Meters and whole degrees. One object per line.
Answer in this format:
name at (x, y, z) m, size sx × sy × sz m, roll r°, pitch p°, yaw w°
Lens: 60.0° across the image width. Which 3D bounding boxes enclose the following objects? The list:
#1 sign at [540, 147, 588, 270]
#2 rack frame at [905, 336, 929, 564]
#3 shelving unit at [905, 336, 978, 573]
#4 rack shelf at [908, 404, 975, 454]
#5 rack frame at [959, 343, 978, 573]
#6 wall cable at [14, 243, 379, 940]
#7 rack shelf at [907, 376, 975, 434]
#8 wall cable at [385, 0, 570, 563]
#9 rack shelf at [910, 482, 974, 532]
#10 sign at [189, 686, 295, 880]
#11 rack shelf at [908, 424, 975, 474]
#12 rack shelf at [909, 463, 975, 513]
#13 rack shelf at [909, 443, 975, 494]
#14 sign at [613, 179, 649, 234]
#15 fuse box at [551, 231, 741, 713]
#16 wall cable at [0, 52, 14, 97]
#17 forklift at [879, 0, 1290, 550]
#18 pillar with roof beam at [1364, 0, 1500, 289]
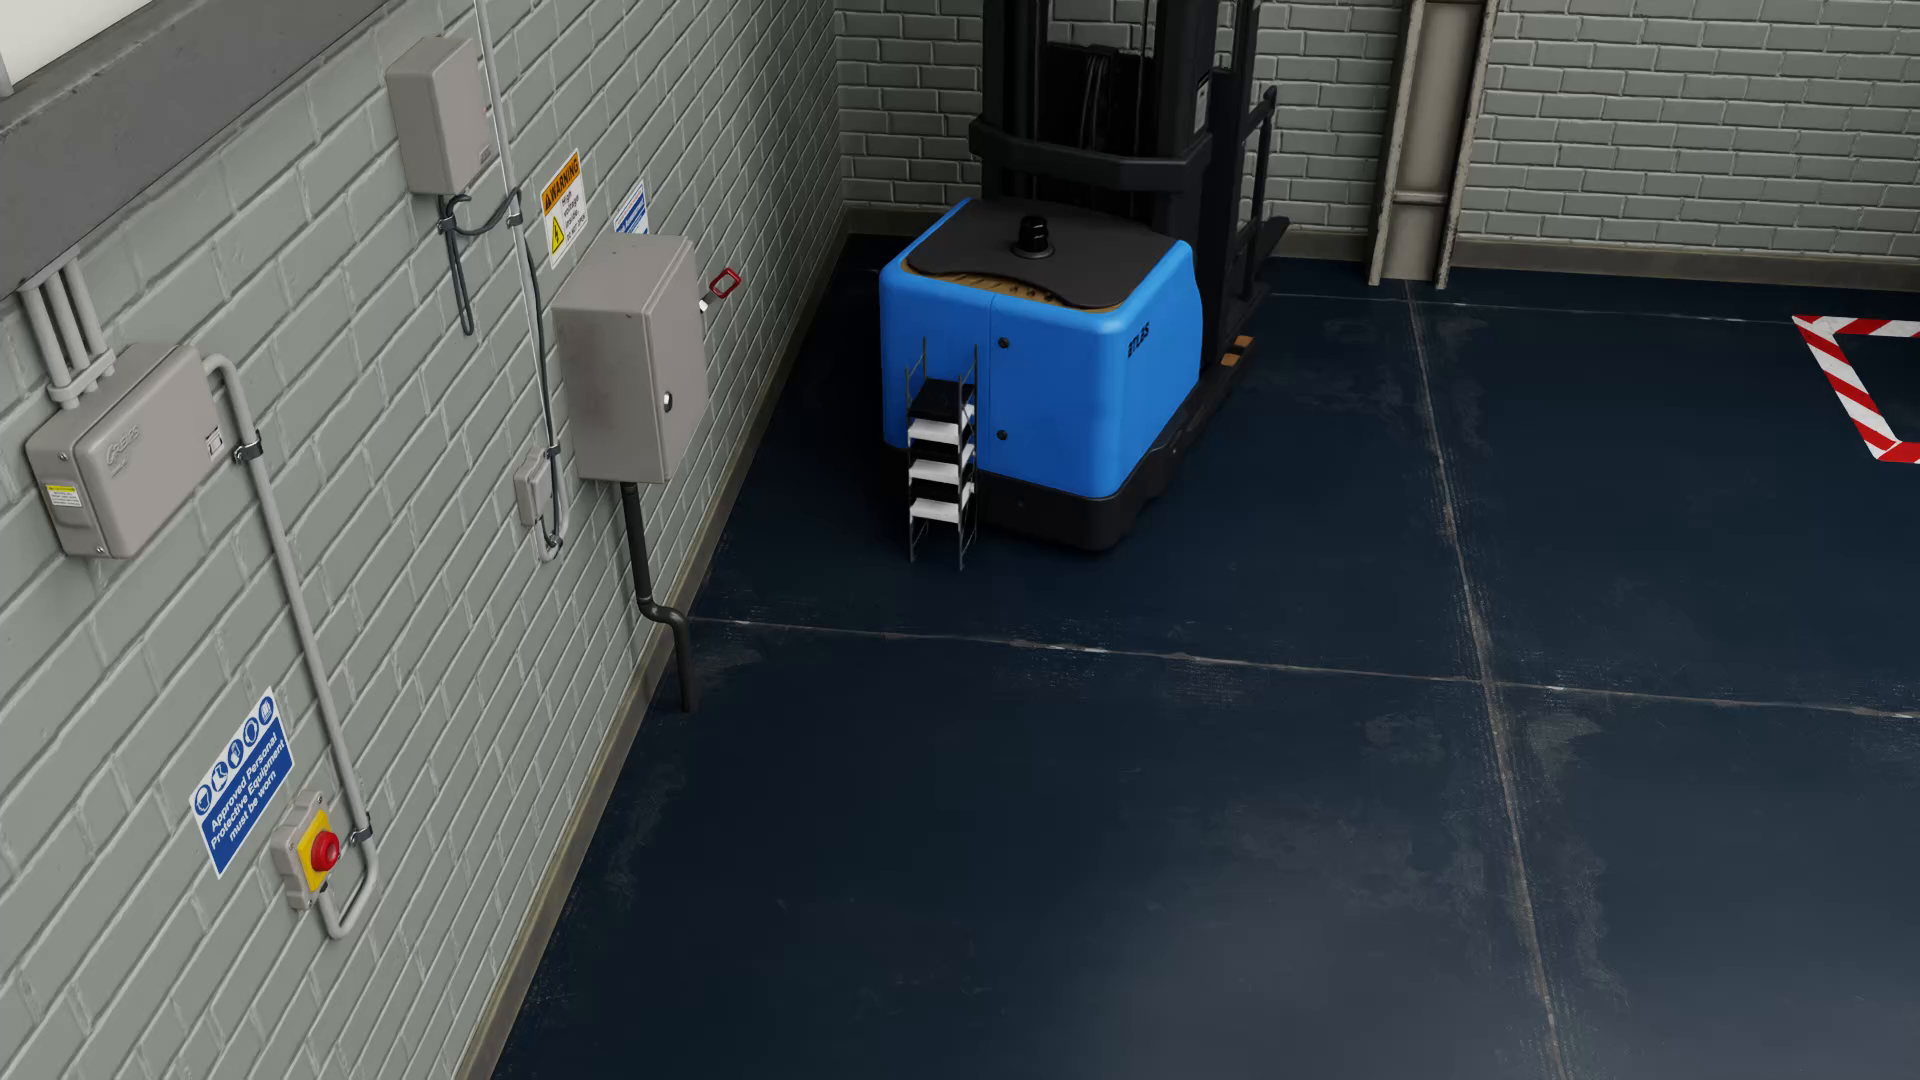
sign at (-1.140, -0.959, 4.800) m, size 0.001 × 0.242 × 0.339 m, roll 4°, pitch 36°, yaw 6°
rack frame at (-0.163, -0.337, 6.446) m, size 0.006 × 0.900 × 0.240 m, roll 10°, pitch 37°, yaw 13°
shelving unit at (-0.066, -0.320, 6.423) m, size 0.210 × 0.900 × 0.258 m, roll 10°, pitch 37°, yaw 13°
rack shelf at (-0.066, -0.439, 6.337) m, size 0.200 × 0.077 × 0.258 m, roll 10°, pitch 37°, yaw 13°
rack frame at (0.032, -0.304, 6.400) m, size 0.006 × 0.900 × 0.240 m, roll 10°, pitch 37°, yaw 13°
wall cable at (-1.340, 0.134, 3.078) m, size 0.123 × 1.953 × 0.585 m, roll 4°, pitch 36°, yaw 6°
rack shelf at (-0.066, -0.512, 6.284) m, size 0.200 × 0.077 × 0.258 m, roll 10°, pitch 37°, yaw 13°
wall cable at (-1.171, -0.671, 4.234) m, size 0.122 × 1.984 × 0.588 m, roll 4°, pitch 36°, yaw 6°
rack shelf at (-0.065, -0.148, 6.548) m, size 0.200 × 0.077 × 0.258 m, roll 10°, pitch 37°, yaw 13°
sign at (-1.407, 0.474, 3.272) m, size 0.001 × 0.218 × 0.327 m, roll 4°, pitch 36°, yaw 6°
rack shelf at (-0.066, -0.366, 6.389) m, size 0.200 × 0.077 × 0.258 m, roll 10°, pitch 37°, yaw 13°
rack shelf at (-0.065, -0.221, 6.495) m, size 0.200 × 0.077 × 0.258 m, roll 10°, pitch 37°, yaw 13°
rack shelf at (-0.065, -0.293, 6.442) m, size 0.200 × 0.077 × 0.258 m, roll 10°, pitch 37°, yaw 13°
sign at (-1.070, -0.900, 5.511) m, size 0.001 × 0.494 × 0.329 m, roll 4°, pitch 36°, yaw 6°
fuse box at (-0.928, -0.115, 5.438) m, size 0.414 × 1.711 × 0.539 m, roll 4°, pitch 36°, yaw 6°
wall cable at (-1.422, -1.736, 1.437) m, size 0.029 × 3.000 × 0.463 m, roll 4°, pitch 36°, yaw 6°
forklift at (0.768, -1.996, 7.024) m, size 1.130 × 2.935 × 3.031 m, roll 16°, pitch 38°, yaw 21°
pillar with roof beam at (1.776, -2.576, 2.614) m, size 0.400 × 9.000 × 9.100 m, roll 4°, pitch 36°, yaw 6°
